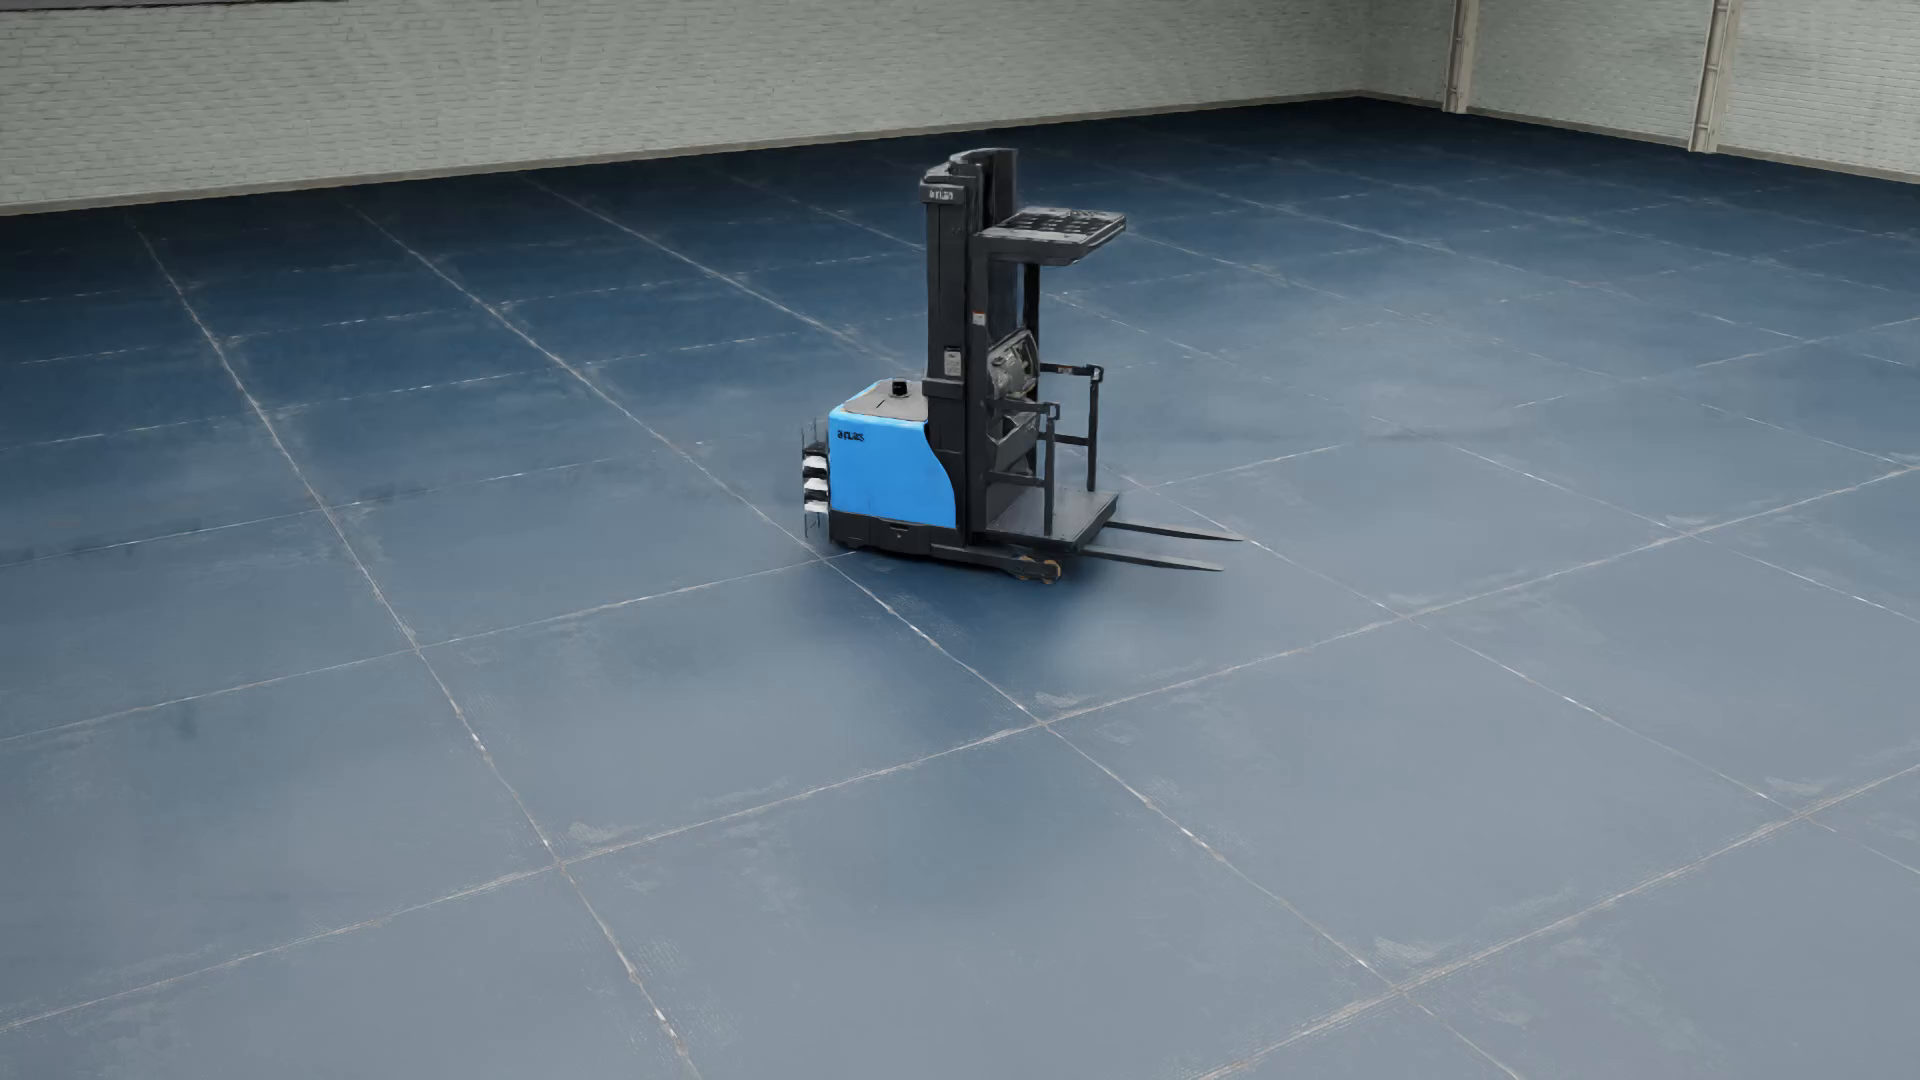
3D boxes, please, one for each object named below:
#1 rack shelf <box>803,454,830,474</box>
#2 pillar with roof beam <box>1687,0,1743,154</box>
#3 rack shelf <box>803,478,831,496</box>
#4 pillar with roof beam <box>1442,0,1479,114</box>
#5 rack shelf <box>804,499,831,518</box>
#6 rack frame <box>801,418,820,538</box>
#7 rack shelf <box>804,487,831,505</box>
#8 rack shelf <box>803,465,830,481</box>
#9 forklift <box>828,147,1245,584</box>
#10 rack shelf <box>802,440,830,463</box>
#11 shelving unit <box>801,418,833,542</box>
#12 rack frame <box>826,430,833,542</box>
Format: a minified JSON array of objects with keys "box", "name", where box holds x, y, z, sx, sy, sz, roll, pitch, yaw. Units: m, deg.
[{"box":[-1.053,-0.593,12.686,0.200,0.077,0.258,8,24,20],"name":"rack shelf"},{"box":[9.745,-10.378,26.393,9.100,9.000,0.400,-13,25,-28],"name":"pillar with roof beam"},{"box":[-1.053,-0.426,12.754,0.200,0.077,0.258,8,24,20],"name":"rack shelf"},{"box":[6.680,-12.320,31.171,9.100,9.000,0.400,-13,25,-28],"name":"pillar with roof beam"},{"box":[-1.053,-0.259,12.821,0.200,0.077,0.258,8,24,20],"name":"rack shelf"},{"box":[-1.148,-0.471,12.775,0.006,0.900,0.240,8,24,20],"name":"rack frame"},{"box":[-1.053,-0.343,12.787,0.200,0.077,0.258,8,24,20],"name":"rack shelf"},{"box":[-1.053,-0.510,12.720,0.200,0.077,0.258,8,24,20],"name":"rack shelf"},{"box":[0.576,-1.269,12.041,3.031,2.935,1.130,9,24,21],"name":"forklift"},{"box":[-1.053,-0.676,12.652,0.200,0.077,0.258,8,24,20],"name":"rack shelf"},{"box":[-1.053,-0.457,12.741,0.210,0.900,0.258,8,24,20],"name":"shelving unit"},{"box":[-0.959,-0.443,12.706,0.006,0.900,0.240,8,24,20],"name":"rack frame"}]
